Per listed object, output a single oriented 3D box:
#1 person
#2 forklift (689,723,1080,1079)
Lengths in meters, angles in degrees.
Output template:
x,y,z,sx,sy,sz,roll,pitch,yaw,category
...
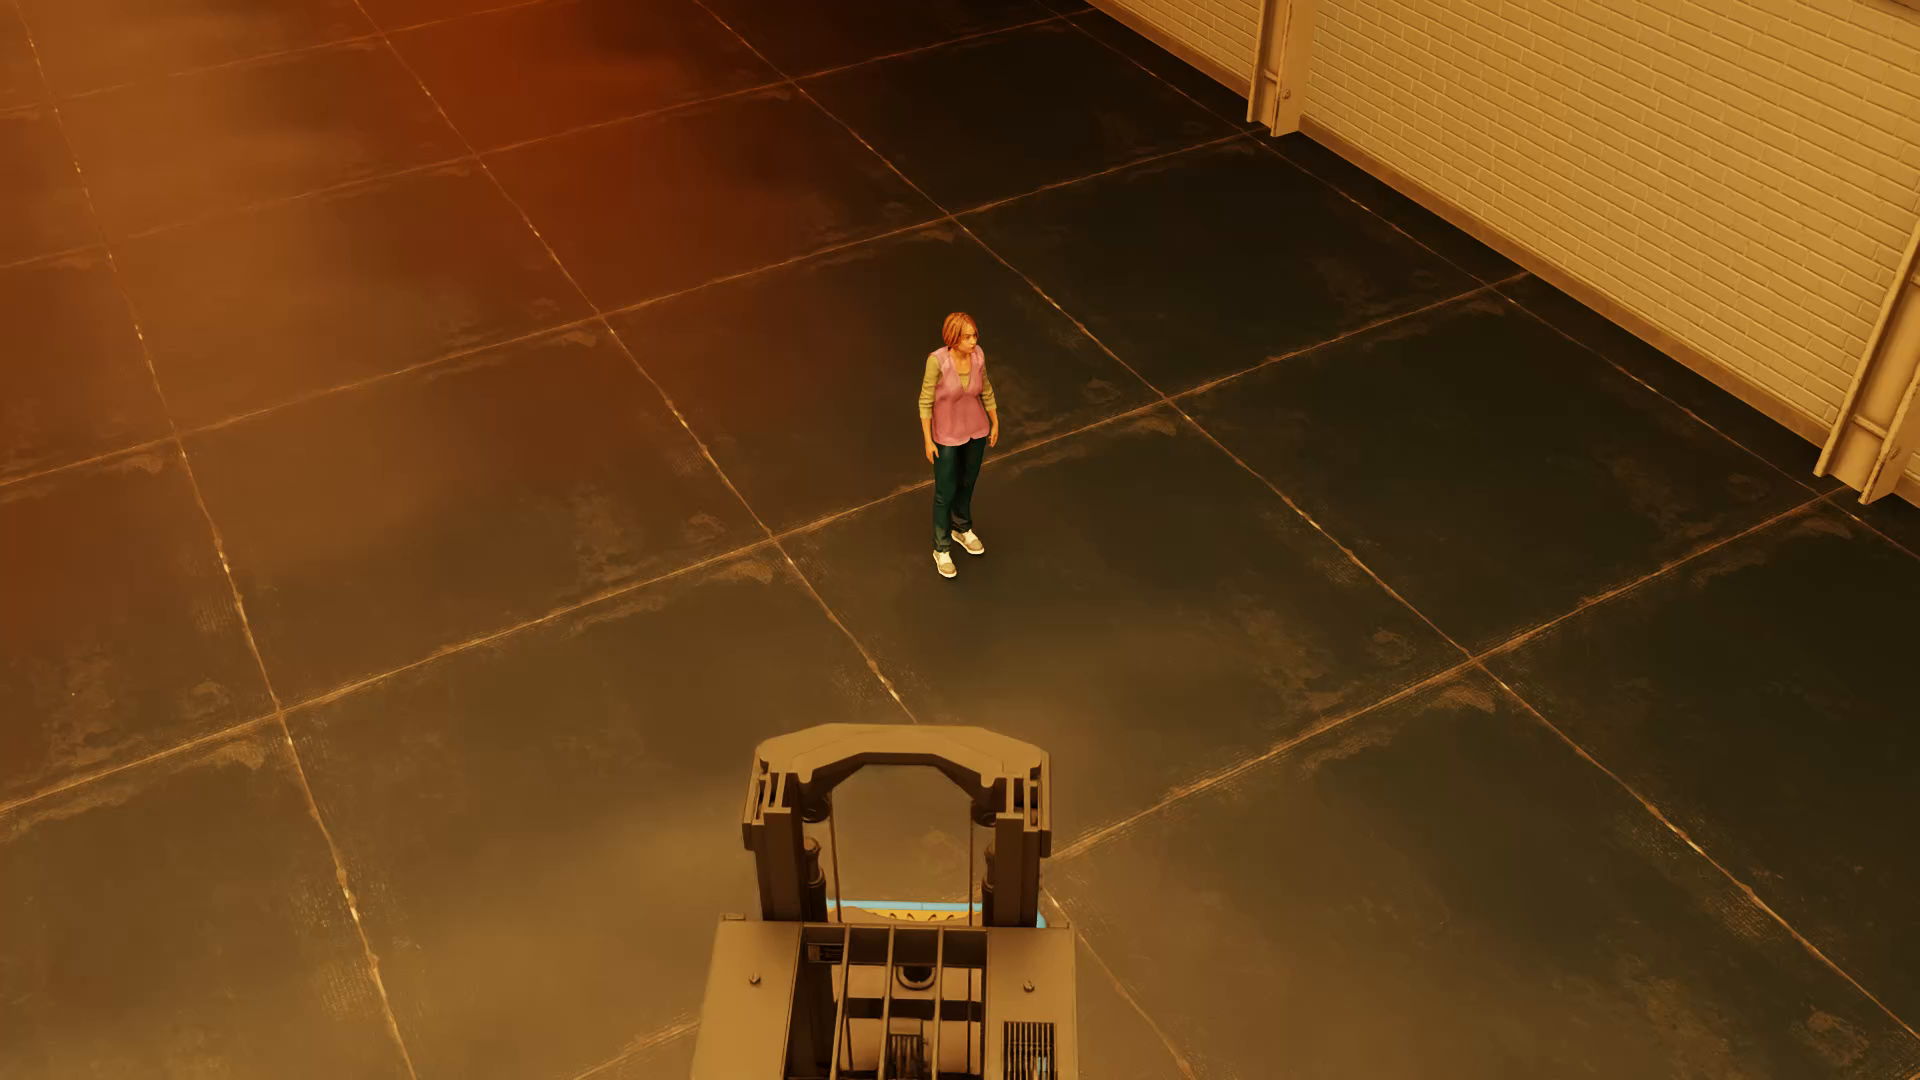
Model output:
x,y,z,sx,sy,sz,roll,pitch,yaw,category
0.025,-0.575,9.763,0.520,1.597,0.476,-20,44,-23,person
-0.203,2.133,5.465,1.130,2.935,3.031,1,40,1,forklift
